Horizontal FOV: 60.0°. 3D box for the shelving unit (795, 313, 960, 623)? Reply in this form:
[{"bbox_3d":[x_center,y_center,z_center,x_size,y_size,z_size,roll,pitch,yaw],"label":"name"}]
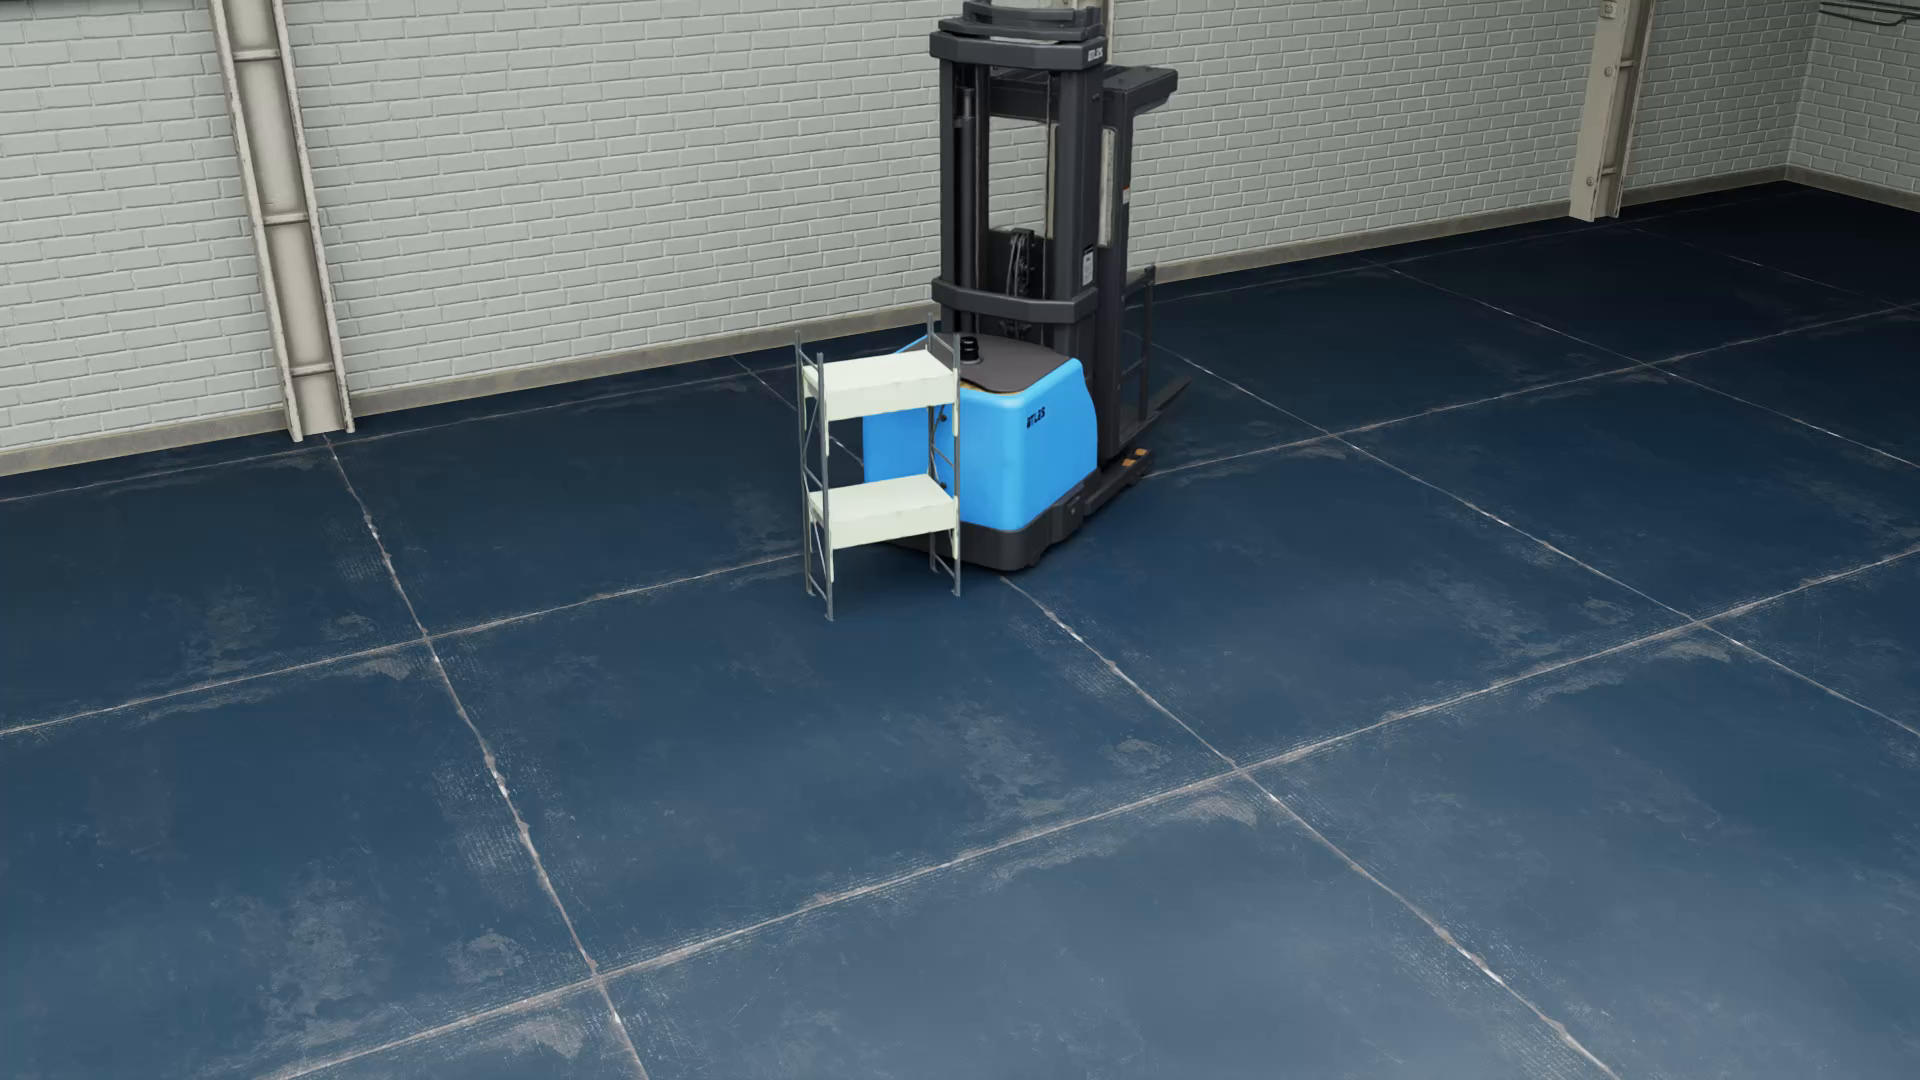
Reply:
[{"bbox_3d":[-0.424,-0.380,8.809,0.755,1.500,0.431,-10,27,-20],"label":"shelving unit"}]

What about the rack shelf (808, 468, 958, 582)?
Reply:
[{"bbox_3d":[-0.424,-0.086,8.950,0.720,0.370,0.431,-10,27,-20],"label":"rack shelf"}]

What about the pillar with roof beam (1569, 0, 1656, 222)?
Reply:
[{"bbox_3d":[8.267,-5.610,11.038,0.400,9.000,9.100,-13,29,-25],"label":"pillar with roof beam"}]

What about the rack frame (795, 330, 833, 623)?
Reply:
[{"bbox_3d":[-0.761,-0.319,8.682,0.023,1.500,0.400,-10,27,-20],"label":"rack frame"}]

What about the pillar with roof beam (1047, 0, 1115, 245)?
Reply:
[{"bbox_3d":[2.973,-4.388,8.493,0.400,9.000,9.100,-13,29,-25],"label":"pillar with roof beam"}]

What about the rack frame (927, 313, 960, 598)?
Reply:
[{"bbox_3d":[-0.086,-0.441,8.936,0.023,1.500,0.400,-10,27,-20],"label":"rack frame"}]

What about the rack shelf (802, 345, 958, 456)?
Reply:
[{"bbox_3d":[-0.424,-0.732,8.640,0.720,0.370,0.431,-10,27,-20],"label":"rack shelf"}]

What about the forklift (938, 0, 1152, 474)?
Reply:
[{"bbox_3d":[0.593,-1.751,10.010,1.121,2.935,3.031,14,29,26],"label":"forklift"}]
